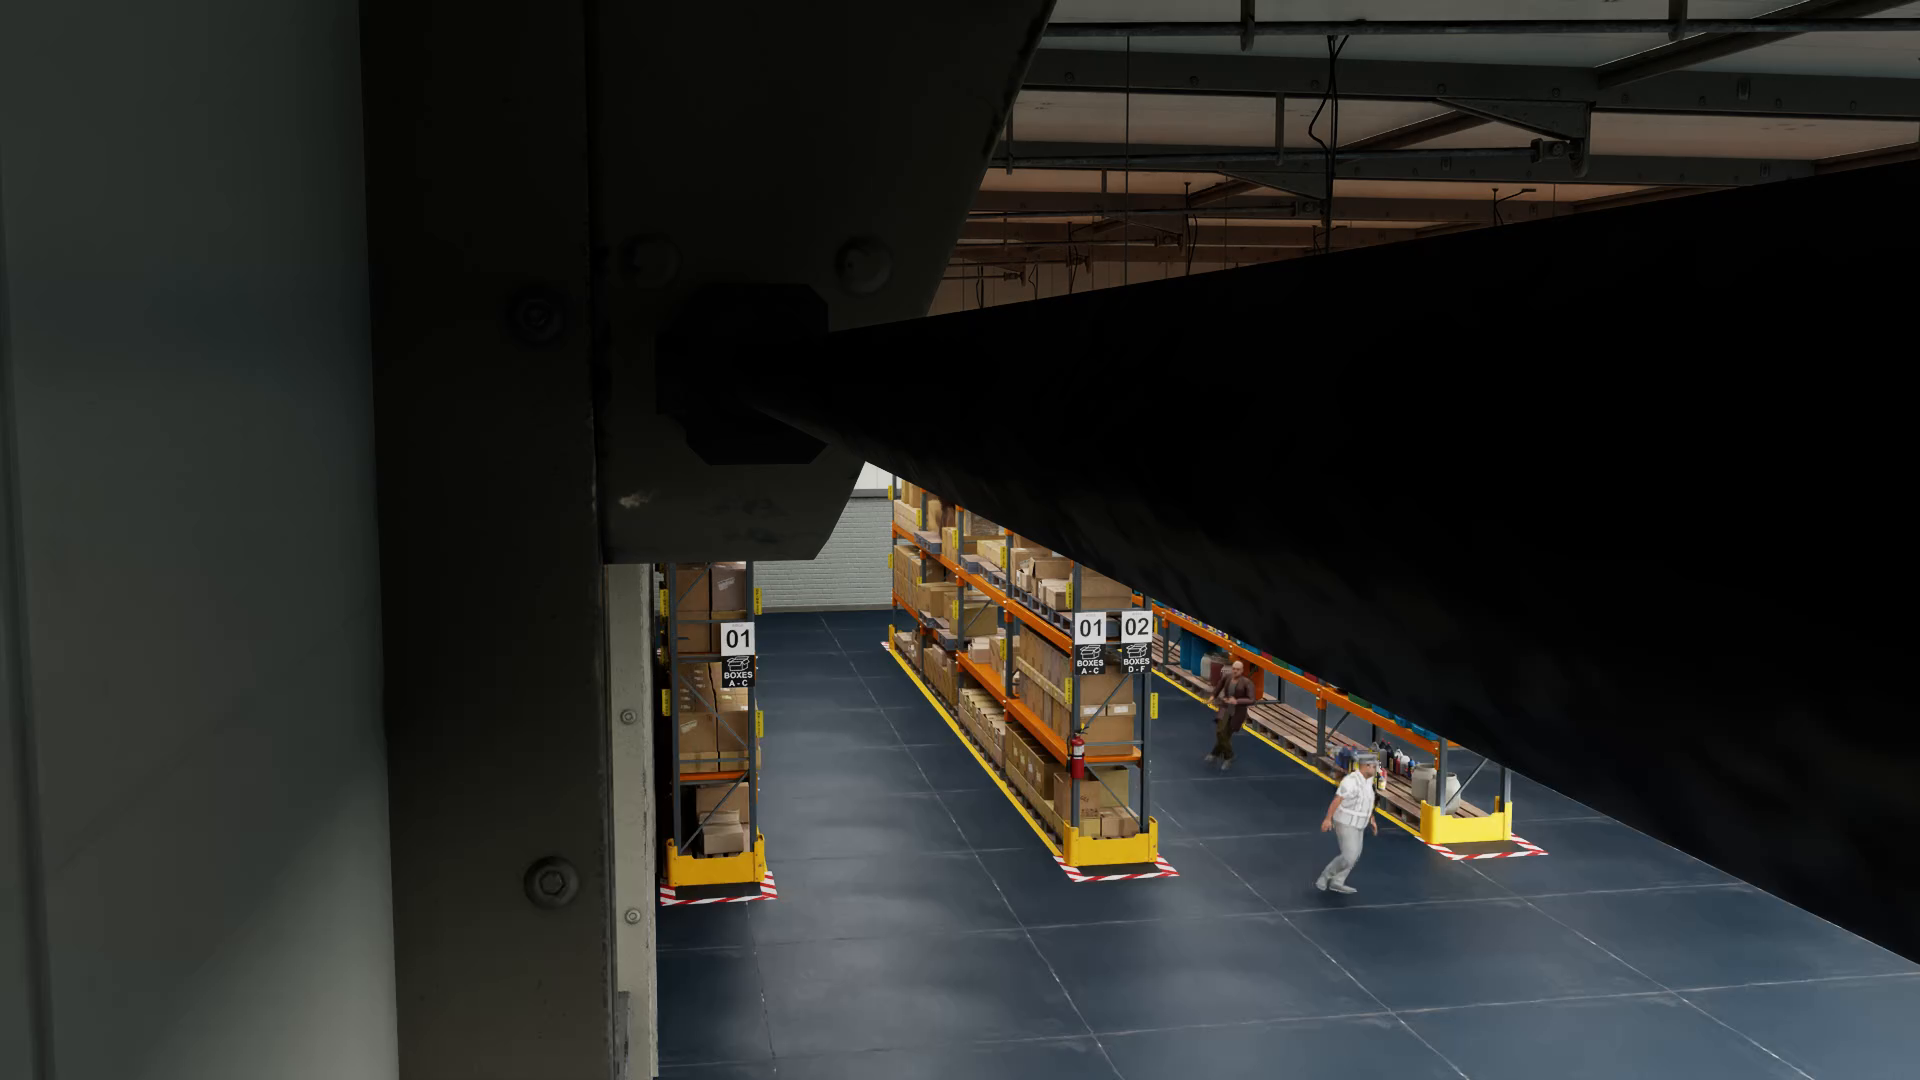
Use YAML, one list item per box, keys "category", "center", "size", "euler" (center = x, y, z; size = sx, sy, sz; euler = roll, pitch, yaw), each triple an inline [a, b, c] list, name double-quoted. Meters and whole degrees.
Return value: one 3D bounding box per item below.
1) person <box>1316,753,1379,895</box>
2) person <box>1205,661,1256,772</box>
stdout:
- category: "person"
  center: [4.613, 3.361, 19.716]
  size: [0.587, 1.708, 0.709]
  euler: [6, 8, 42]
- category: "person"
  center: [4.195, 2.698, 25.792]
  size: [0.835, 1.713, 0.762]
  euler: [2, 7, 21]
